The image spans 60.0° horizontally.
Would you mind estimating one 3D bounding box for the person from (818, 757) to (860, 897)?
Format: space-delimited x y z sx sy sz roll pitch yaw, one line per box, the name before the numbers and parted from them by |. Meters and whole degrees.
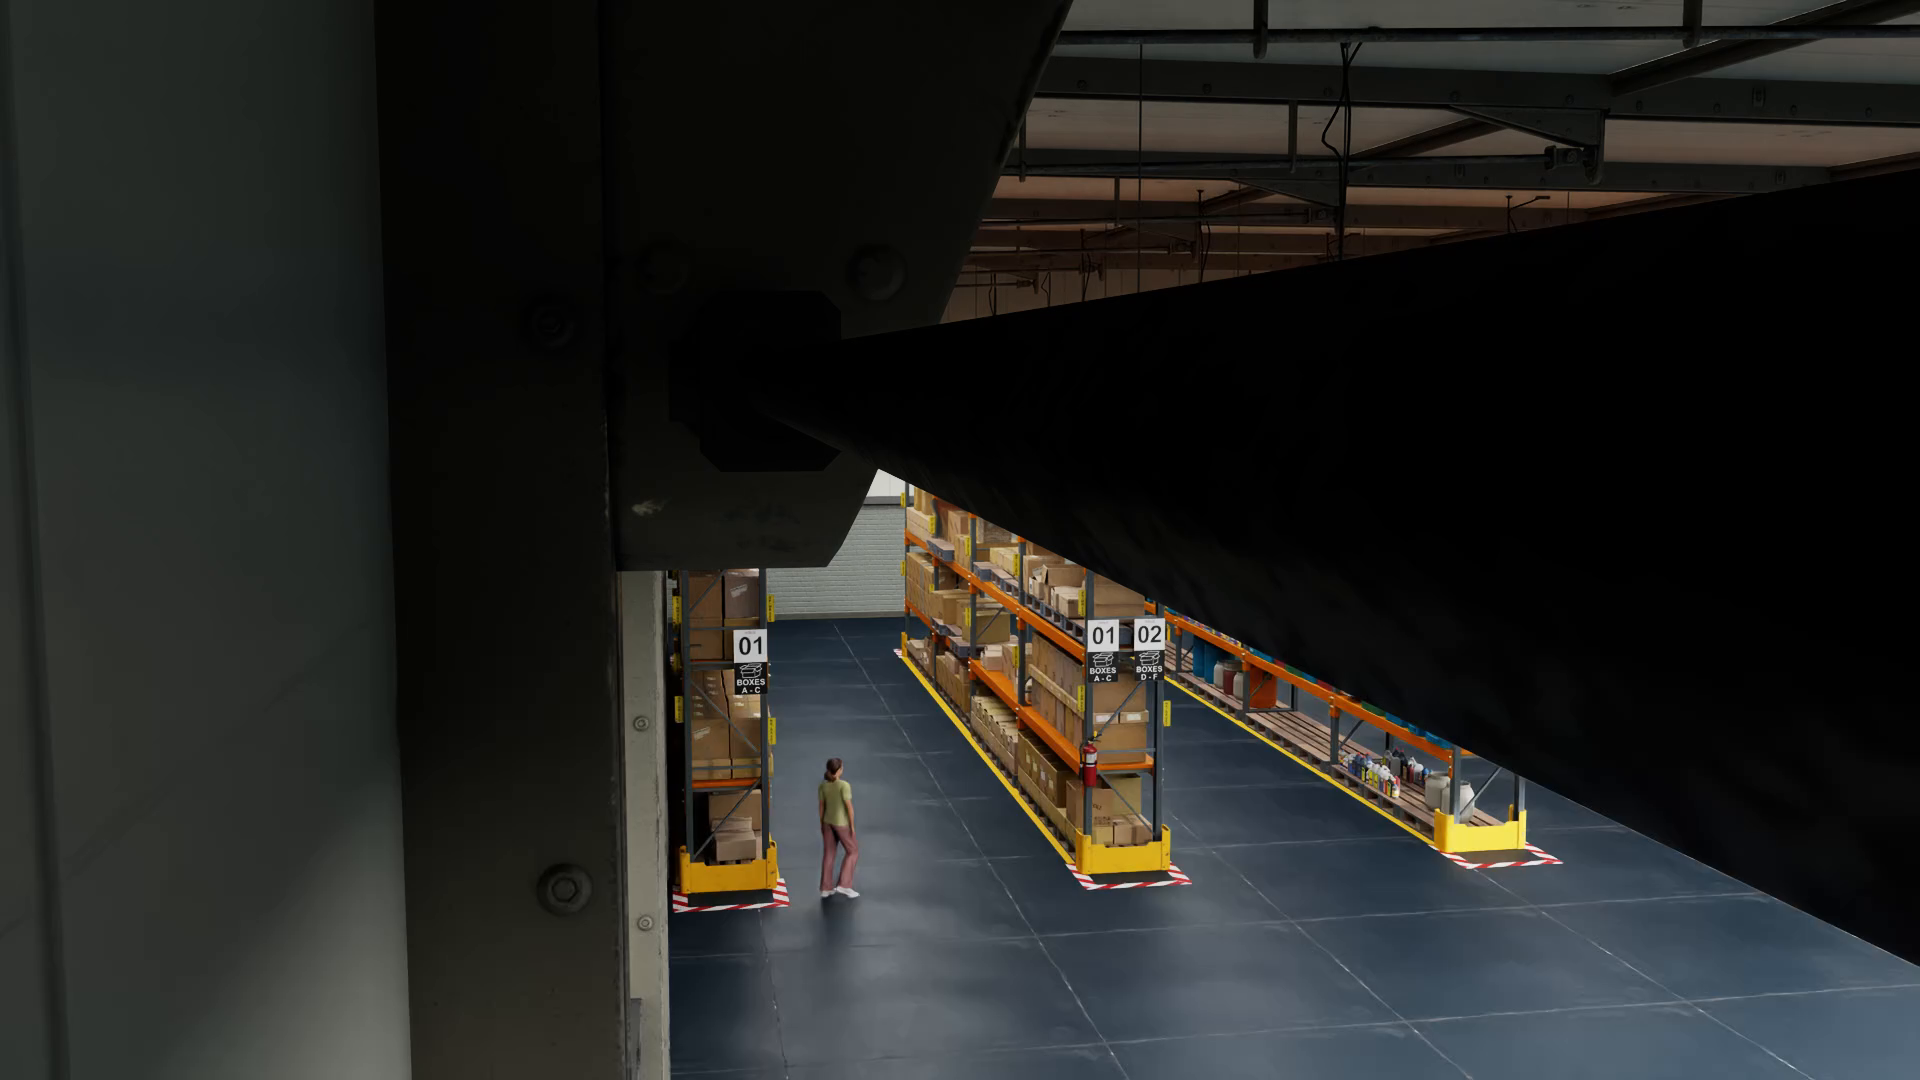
person | -1.492 3.446 19.891 0.483 1.692 0.483 4 7 36
